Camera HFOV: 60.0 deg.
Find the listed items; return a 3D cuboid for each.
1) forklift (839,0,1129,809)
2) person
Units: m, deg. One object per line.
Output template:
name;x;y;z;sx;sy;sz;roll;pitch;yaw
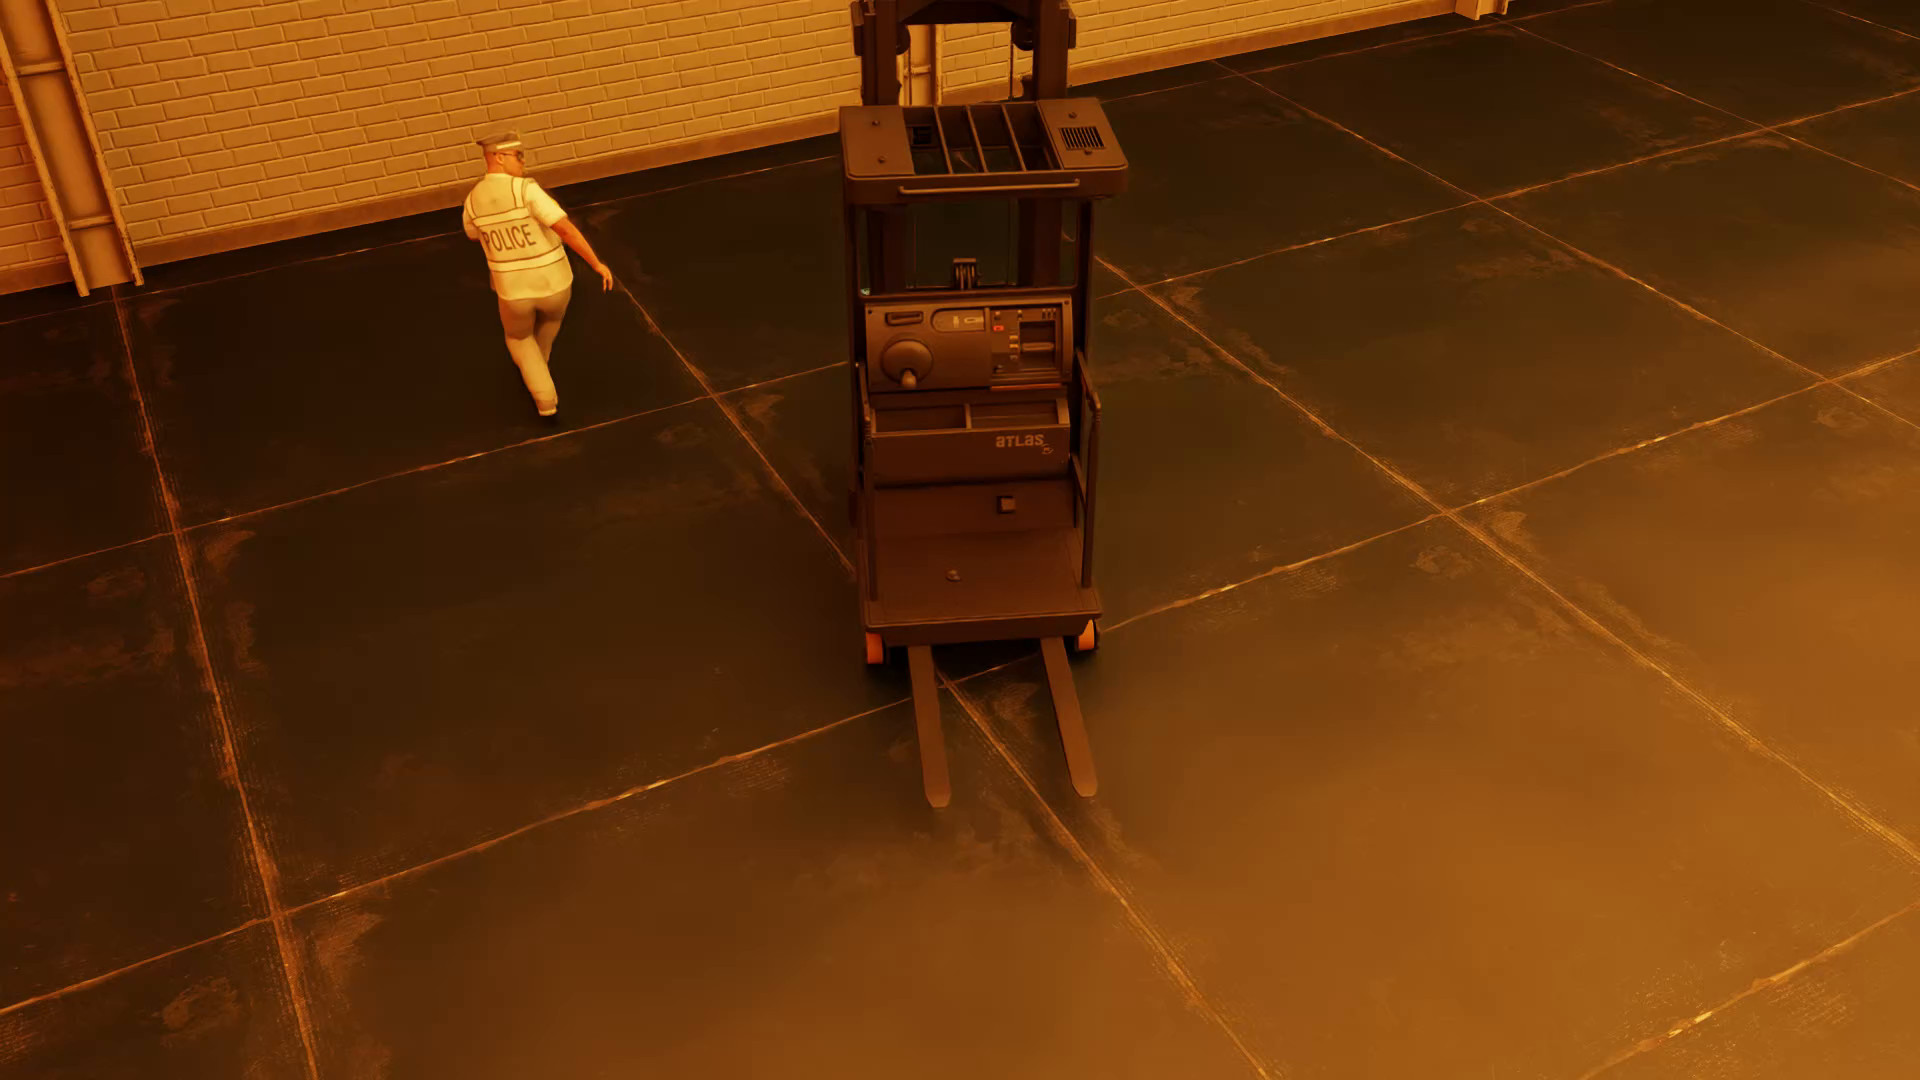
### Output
forklift;0.066;-0.818;7.280;1.130;2.935;3.031;-3;35;-5
person;-2.377;-1.555;9.480;0.814;1.650;0.828;-4;35;-6
